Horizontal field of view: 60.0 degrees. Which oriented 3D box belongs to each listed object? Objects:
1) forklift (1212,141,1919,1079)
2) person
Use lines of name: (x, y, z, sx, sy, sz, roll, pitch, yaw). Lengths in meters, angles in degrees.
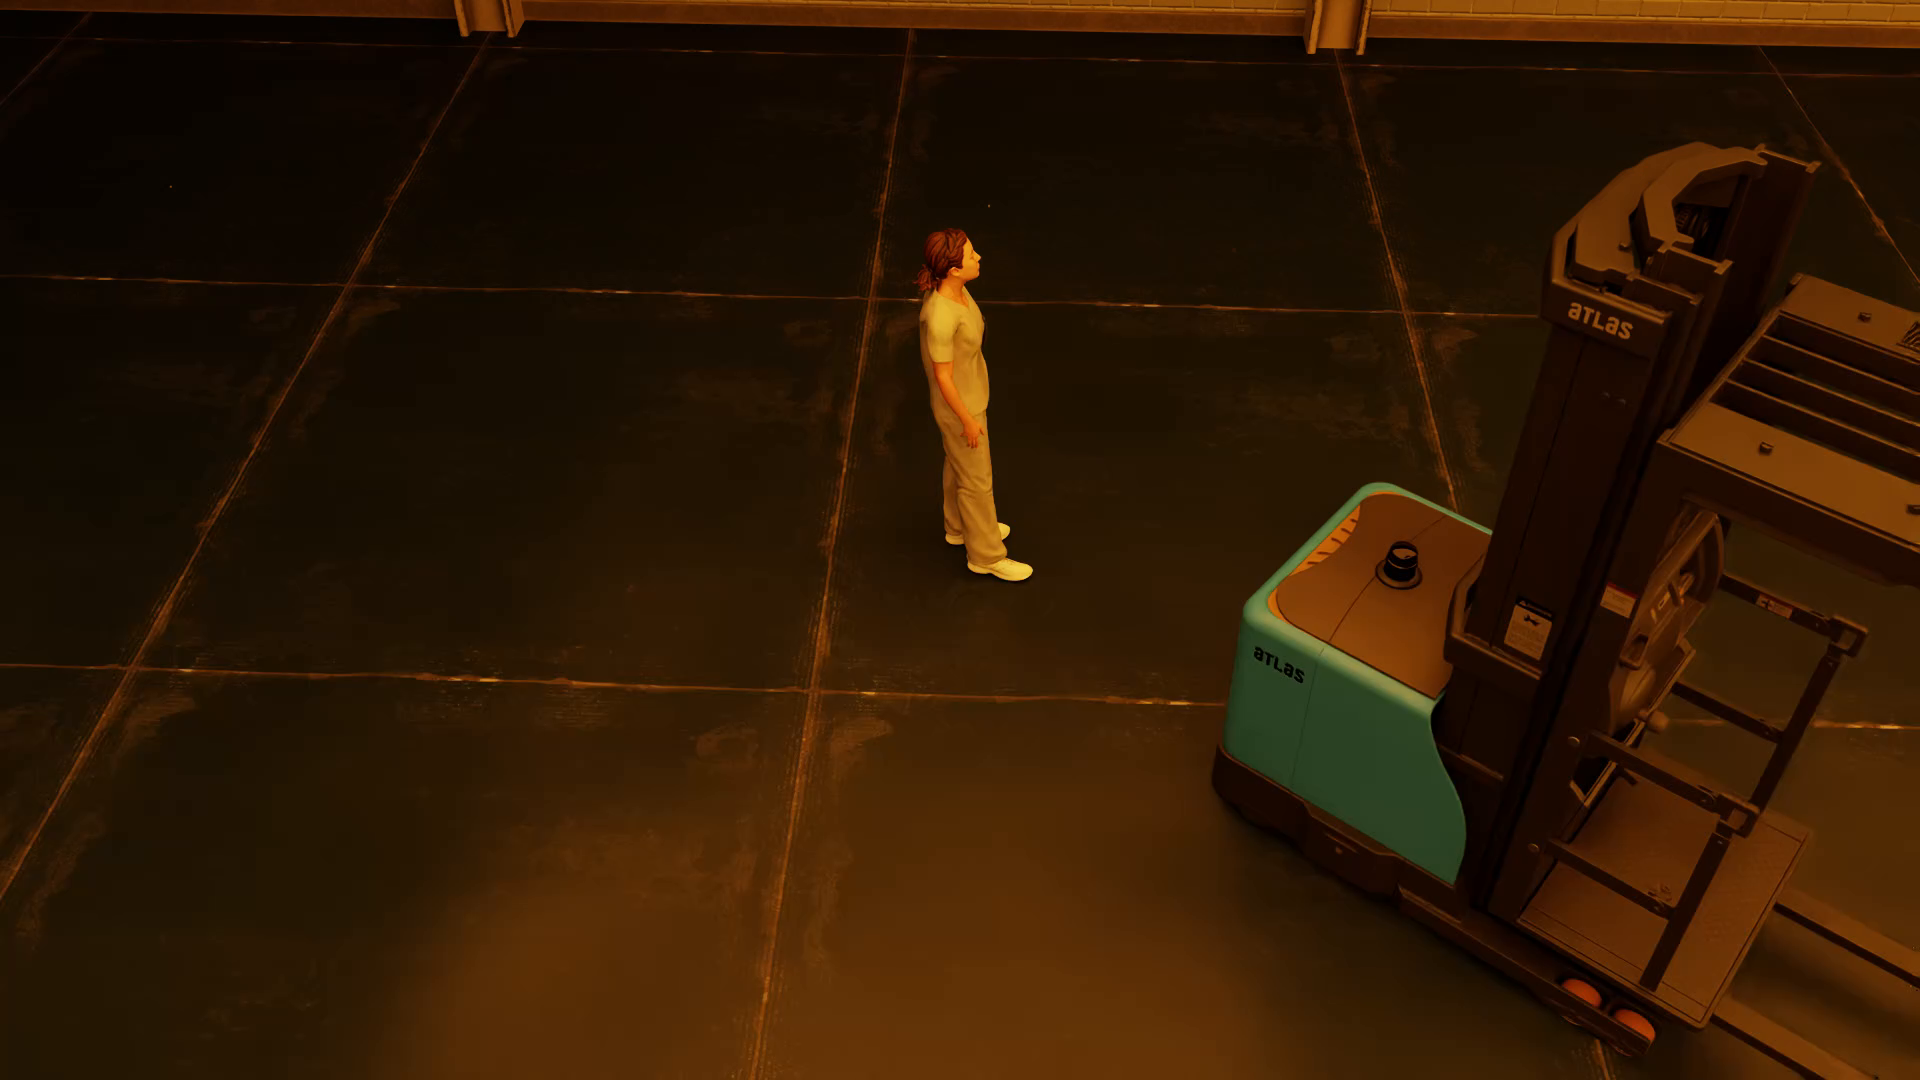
forklift: (2.475, 0.341, 5.368, 3.031, 2.935, 1.130, 29, 50, 28)
person: (0.073, -0.613, 7.333, 0.548, 1.673, 0.549, 2, 42, 2)
